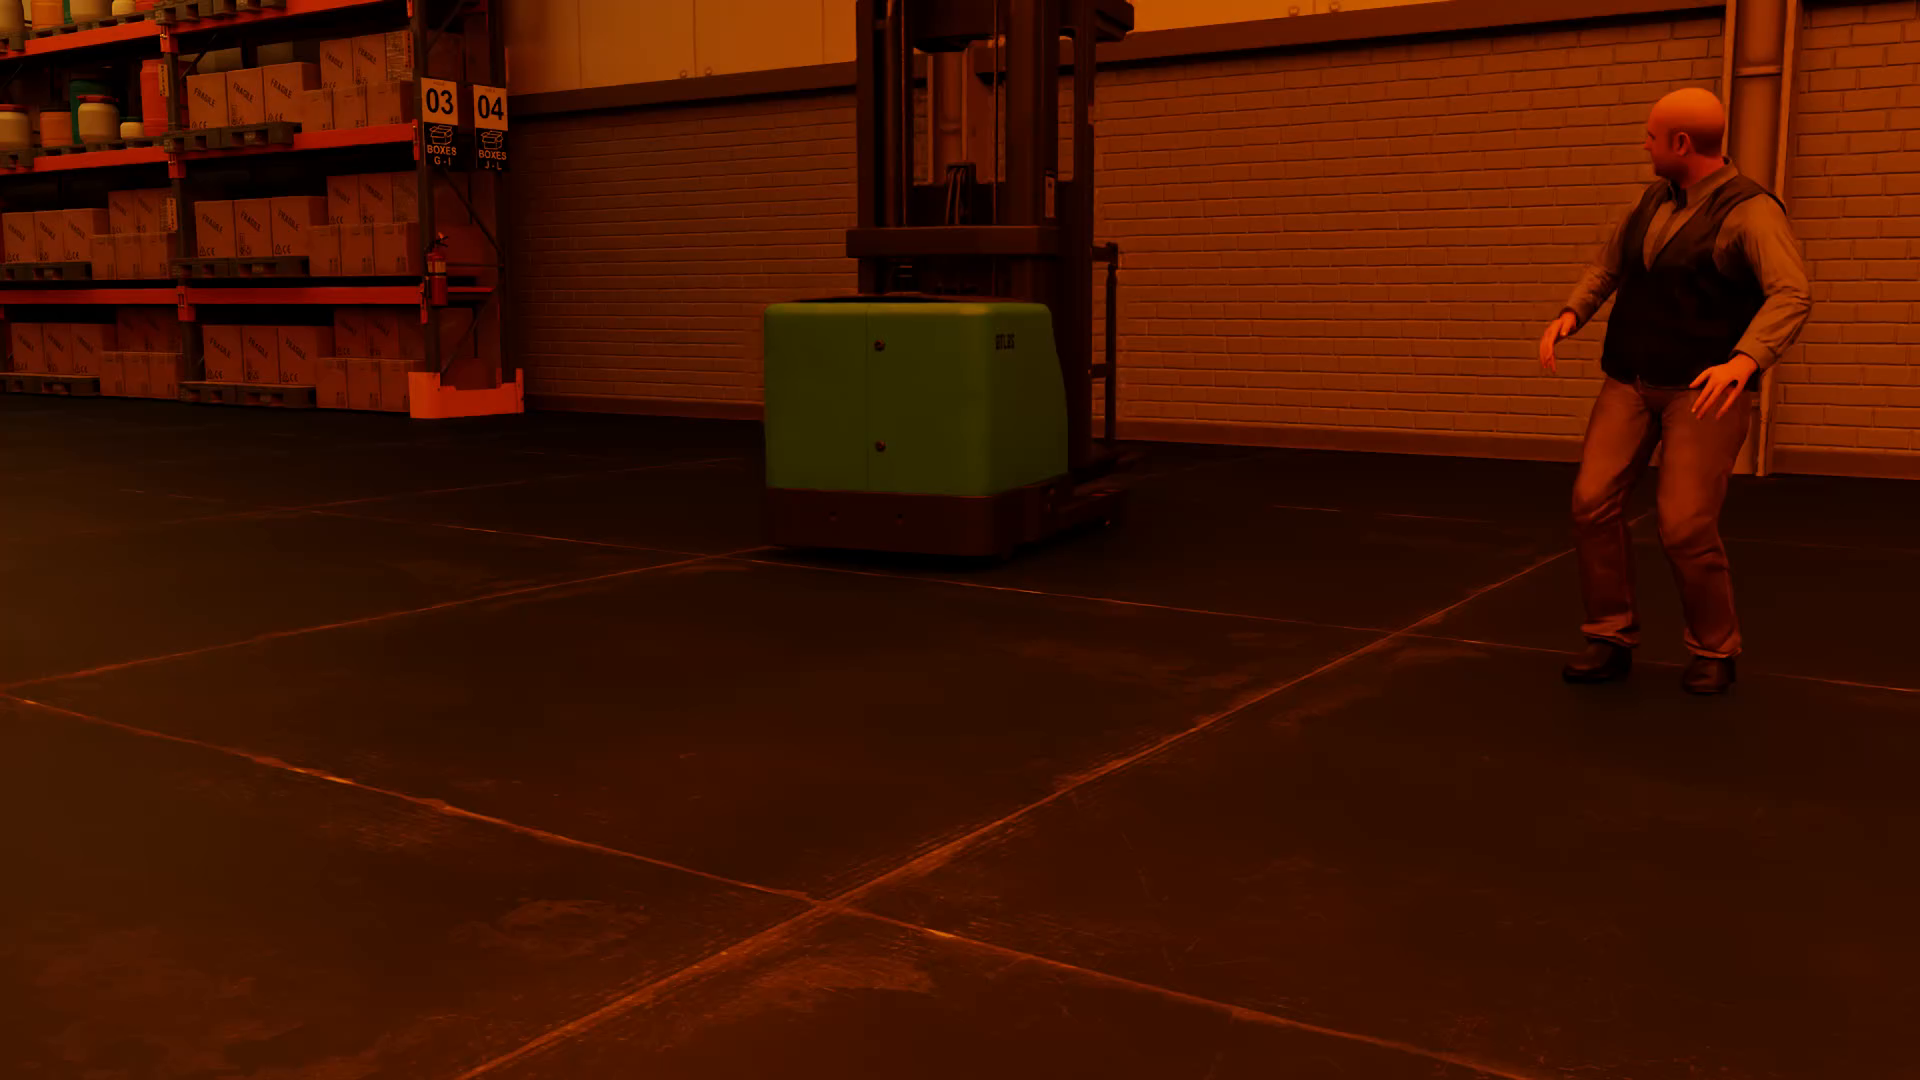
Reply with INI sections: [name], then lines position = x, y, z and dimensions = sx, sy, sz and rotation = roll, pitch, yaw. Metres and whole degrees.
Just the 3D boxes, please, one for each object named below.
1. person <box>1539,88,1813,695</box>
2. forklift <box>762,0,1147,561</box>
[person]
position = 1.995, -0.406, 4.666
dimensions = 0.572, 1.675, 0.764
rotation = -5, 9, -31
[forklift]
position = 0.182, -1.535, 7.988
dimensions = 1.130, 2.935, 3.031
rotation = 3, 9, 22
